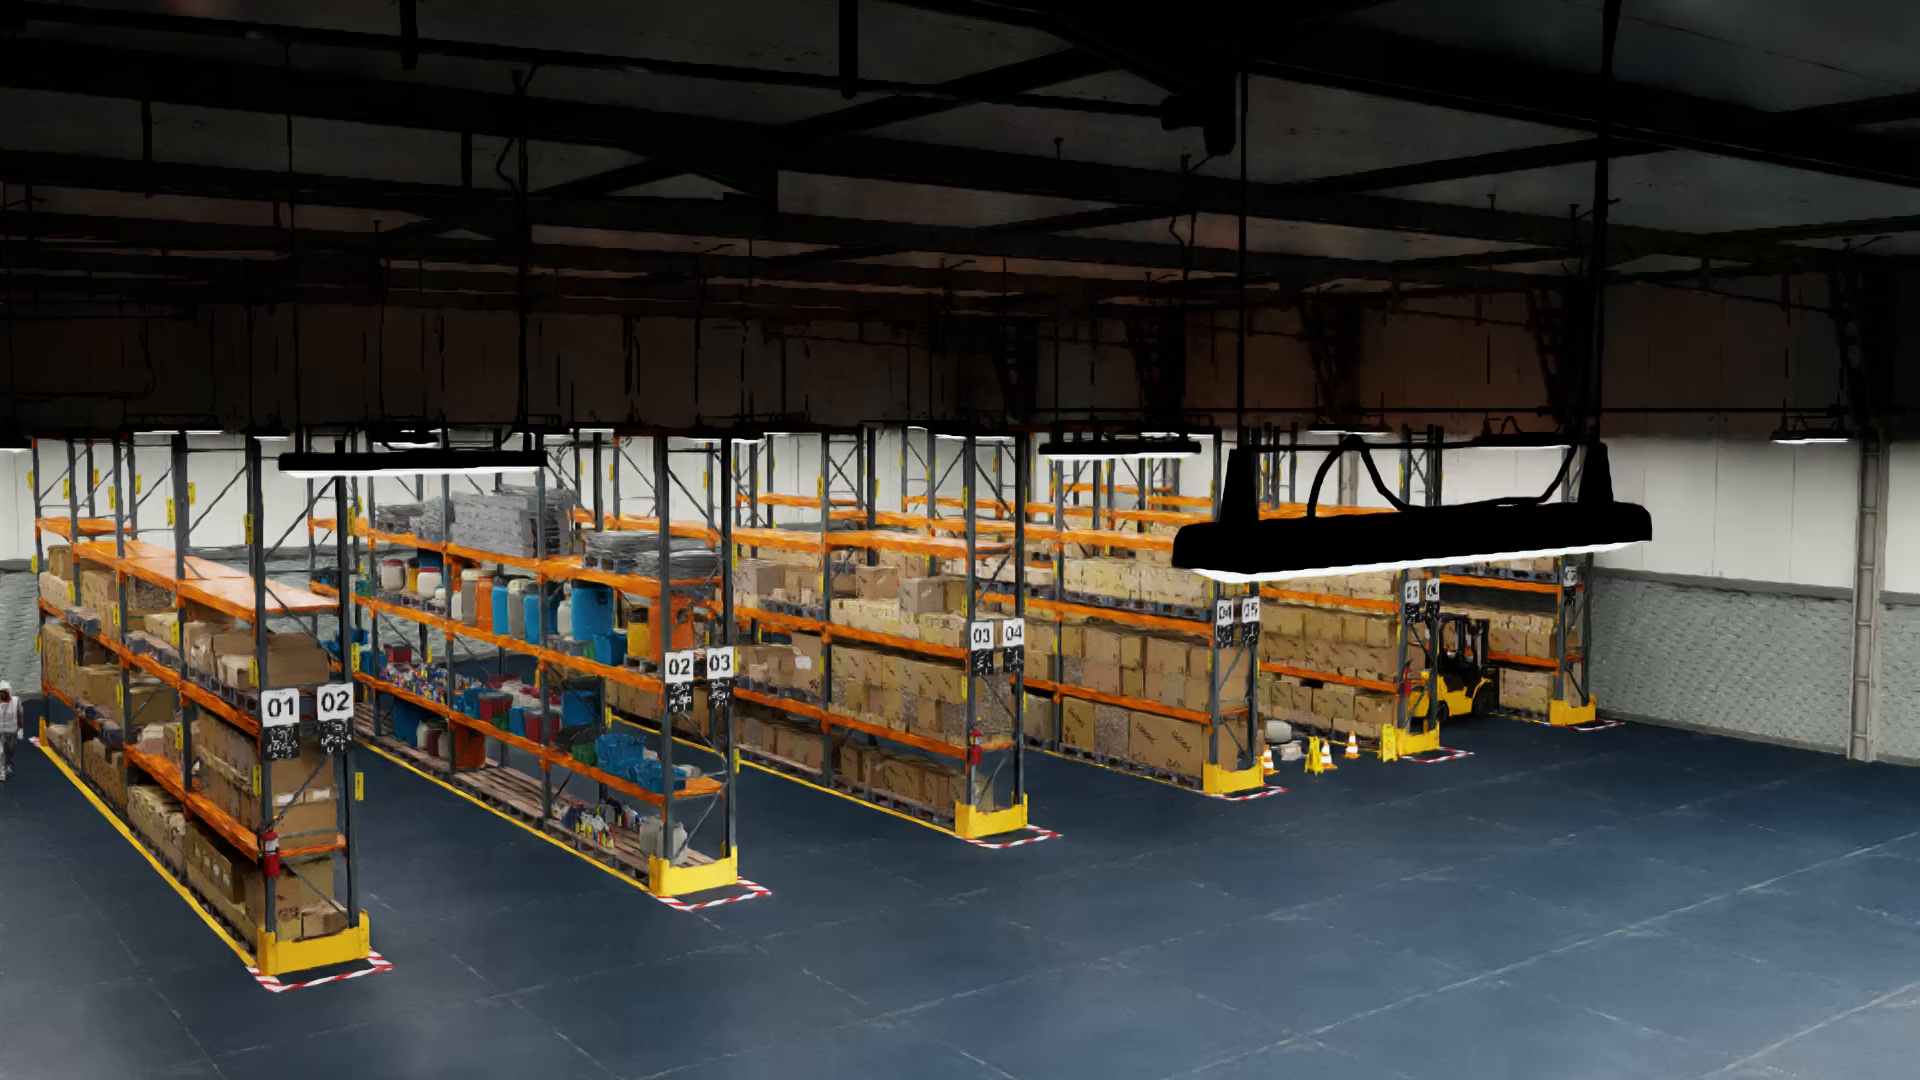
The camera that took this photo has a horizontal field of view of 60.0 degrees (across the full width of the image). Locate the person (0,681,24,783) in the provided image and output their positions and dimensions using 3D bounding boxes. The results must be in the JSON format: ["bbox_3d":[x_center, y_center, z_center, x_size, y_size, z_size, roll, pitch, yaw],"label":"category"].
[{"bbox_3d":[-16.272,3.239,28.361,0.563,1.707,1.127,-4,6,-39],"label":"person"}]

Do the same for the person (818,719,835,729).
[{"bbox_3d":[-2.516,2.996,32.405,0.592,1.604,0.518,-4,6,-38],"label":"person"}]
